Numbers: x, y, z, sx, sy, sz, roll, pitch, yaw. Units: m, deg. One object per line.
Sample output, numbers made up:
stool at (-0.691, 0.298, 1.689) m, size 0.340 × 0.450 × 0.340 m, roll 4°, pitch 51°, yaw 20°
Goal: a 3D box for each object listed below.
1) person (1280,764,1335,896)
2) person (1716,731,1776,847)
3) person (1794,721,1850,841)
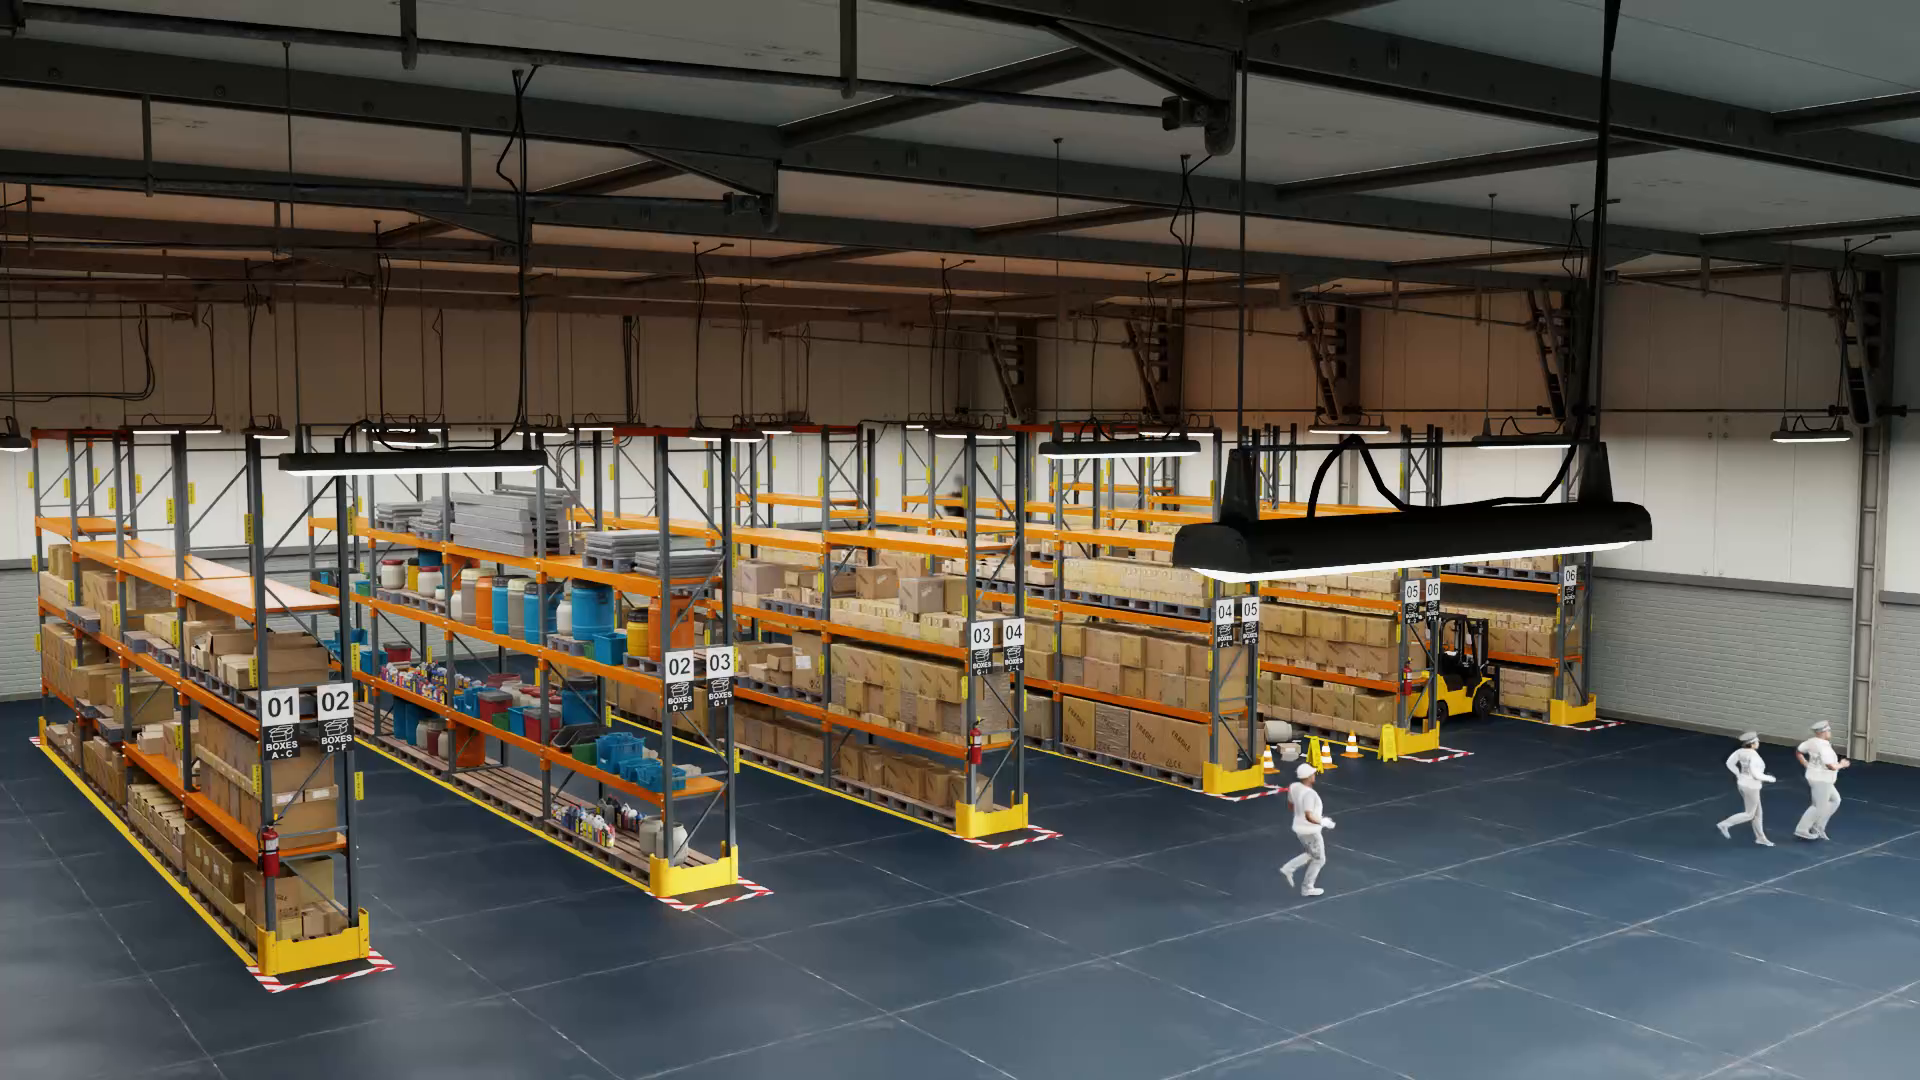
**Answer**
person at (4.506, 3.766, 21.621) m, size 0.621 × 1.733 × 0.679 m, roll -1°, pitch 5°, yaw -8°
person at (11.389, 3.607, 24.070) m, size 0.882 × 1.700 × 0.617 m, roll 0°, pitch 4°, yaw 1°
person at (12.632, 3.544, 24.360) m, size 0.736 × 1.824 × 0.637 m, roll 1°, pitch 5°, yaw 11°
